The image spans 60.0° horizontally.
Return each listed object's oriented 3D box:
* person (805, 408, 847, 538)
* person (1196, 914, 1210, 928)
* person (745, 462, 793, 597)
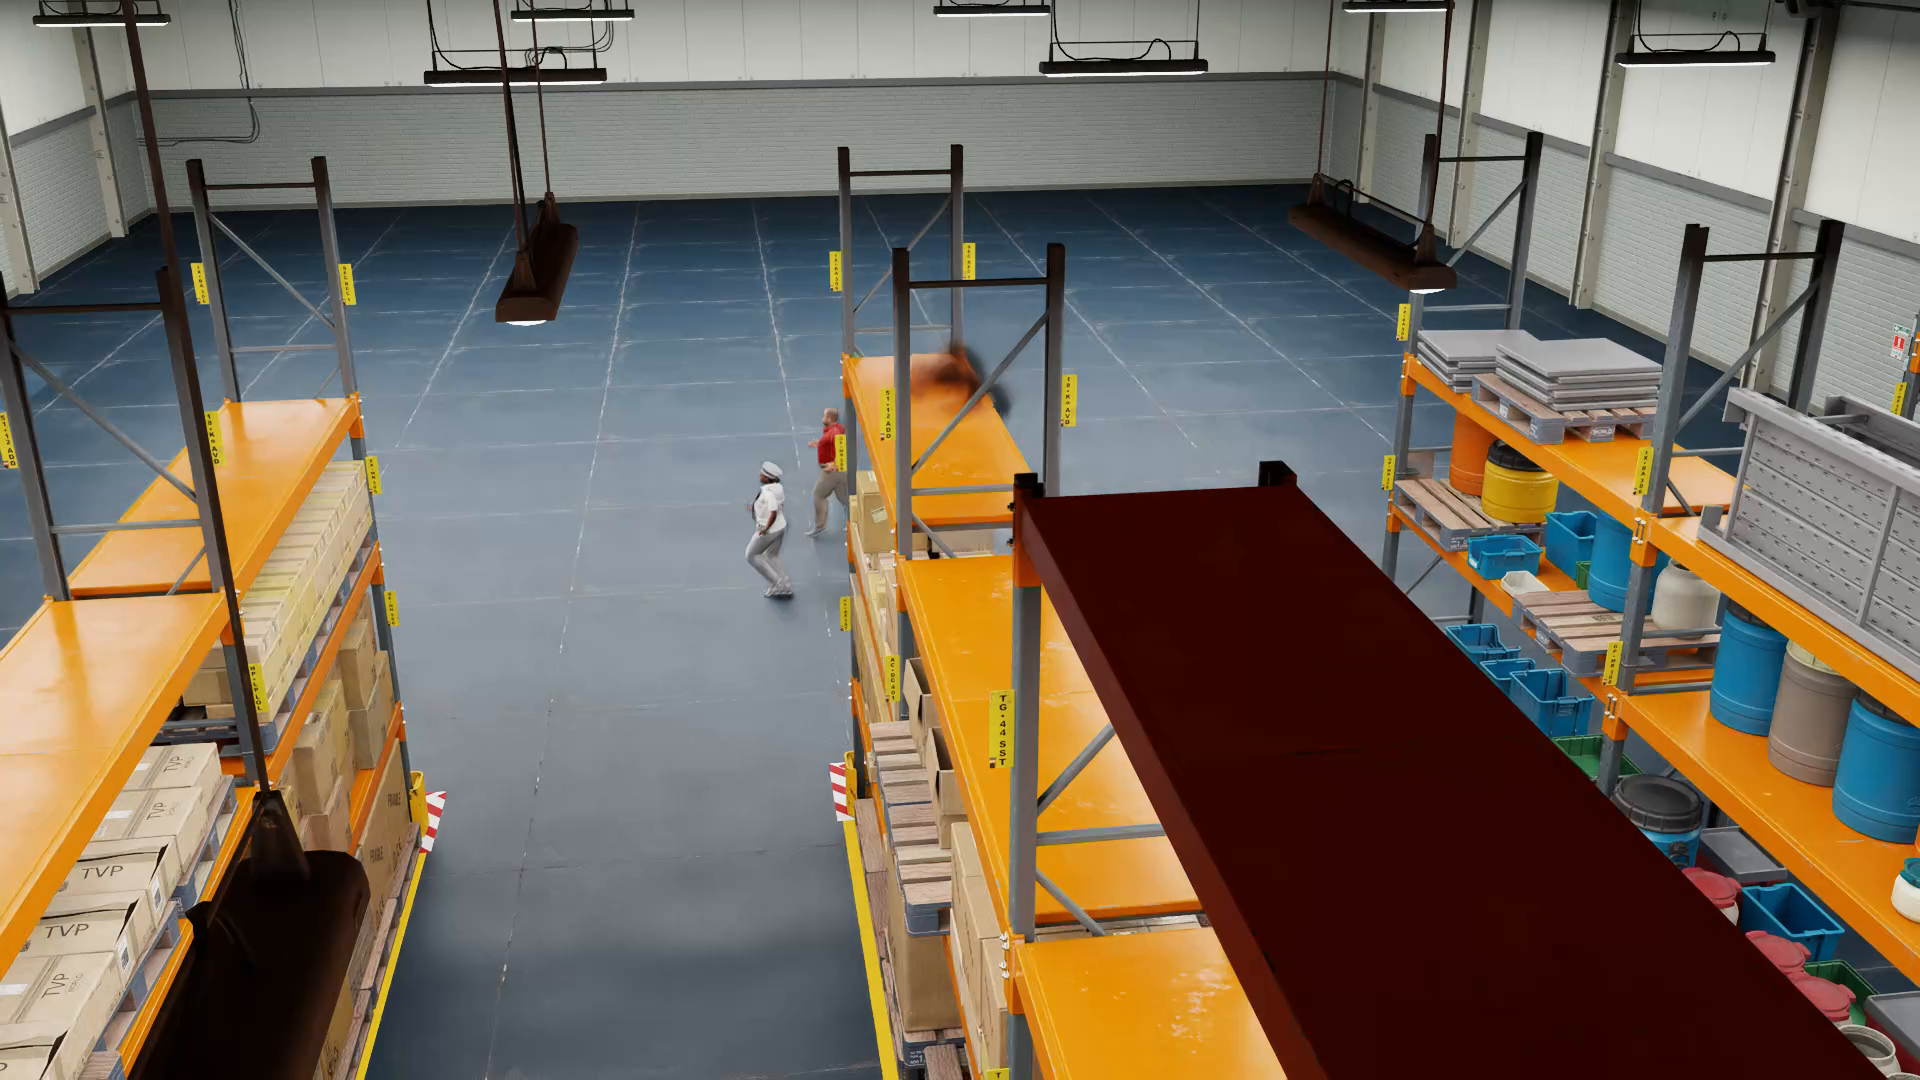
[{"bbox_3d":[-1.624,-0.857,21.442,0.810,1.770,0.656,5,22,12],"label":"person"},{"bbox_3d":[1.574,3.170,11.426,0.541,1.572,0.867,-7,23,-17],"label":"person"},{"bbox_3d":[-2.305,-0.130,19.694,0.611,1.665,0.554,8,23,19],"label":"person"}]
